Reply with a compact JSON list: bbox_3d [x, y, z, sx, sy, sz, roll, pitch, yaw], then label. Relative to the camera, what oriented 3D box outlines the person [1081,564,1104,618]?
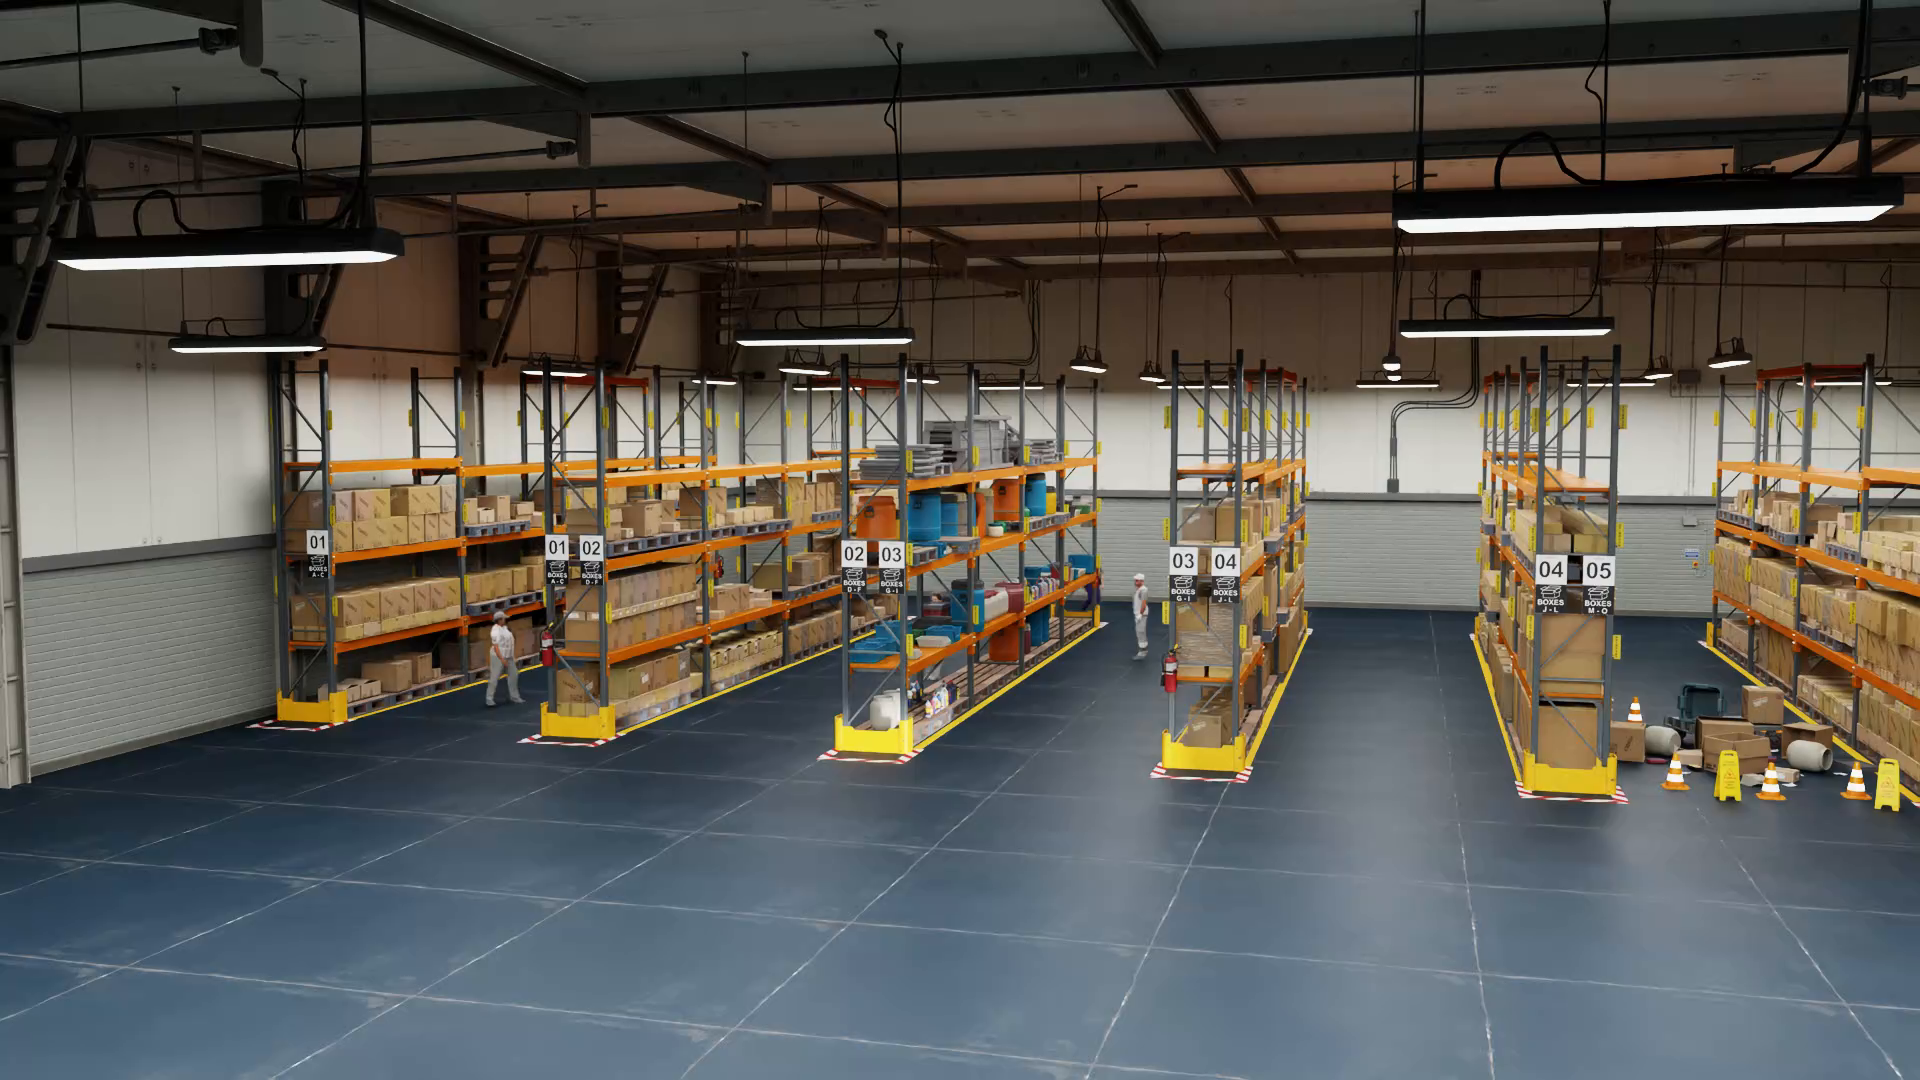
[{"bbox_3d":[3.353,1.147,42.014,0.513,1.637,0.499,-3,5,-37],"label":"person"}]

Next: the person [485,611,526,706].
[{"bbox_3d":[-8.058,2.094,29.367,0.526,1.696,0.670,2,4,21],"label":"person"}]

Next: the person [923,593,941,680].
[{"bbox_3d":[-0.487,1.870,32.001,0.573,1.694,0.384,3,5,36],"label":"person"}]

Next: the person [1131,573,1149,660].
[{"bbox_3d":[3.747,1.594,34.762,0.368,1.791,0.569,0,4,-3],"label":"person"}]
